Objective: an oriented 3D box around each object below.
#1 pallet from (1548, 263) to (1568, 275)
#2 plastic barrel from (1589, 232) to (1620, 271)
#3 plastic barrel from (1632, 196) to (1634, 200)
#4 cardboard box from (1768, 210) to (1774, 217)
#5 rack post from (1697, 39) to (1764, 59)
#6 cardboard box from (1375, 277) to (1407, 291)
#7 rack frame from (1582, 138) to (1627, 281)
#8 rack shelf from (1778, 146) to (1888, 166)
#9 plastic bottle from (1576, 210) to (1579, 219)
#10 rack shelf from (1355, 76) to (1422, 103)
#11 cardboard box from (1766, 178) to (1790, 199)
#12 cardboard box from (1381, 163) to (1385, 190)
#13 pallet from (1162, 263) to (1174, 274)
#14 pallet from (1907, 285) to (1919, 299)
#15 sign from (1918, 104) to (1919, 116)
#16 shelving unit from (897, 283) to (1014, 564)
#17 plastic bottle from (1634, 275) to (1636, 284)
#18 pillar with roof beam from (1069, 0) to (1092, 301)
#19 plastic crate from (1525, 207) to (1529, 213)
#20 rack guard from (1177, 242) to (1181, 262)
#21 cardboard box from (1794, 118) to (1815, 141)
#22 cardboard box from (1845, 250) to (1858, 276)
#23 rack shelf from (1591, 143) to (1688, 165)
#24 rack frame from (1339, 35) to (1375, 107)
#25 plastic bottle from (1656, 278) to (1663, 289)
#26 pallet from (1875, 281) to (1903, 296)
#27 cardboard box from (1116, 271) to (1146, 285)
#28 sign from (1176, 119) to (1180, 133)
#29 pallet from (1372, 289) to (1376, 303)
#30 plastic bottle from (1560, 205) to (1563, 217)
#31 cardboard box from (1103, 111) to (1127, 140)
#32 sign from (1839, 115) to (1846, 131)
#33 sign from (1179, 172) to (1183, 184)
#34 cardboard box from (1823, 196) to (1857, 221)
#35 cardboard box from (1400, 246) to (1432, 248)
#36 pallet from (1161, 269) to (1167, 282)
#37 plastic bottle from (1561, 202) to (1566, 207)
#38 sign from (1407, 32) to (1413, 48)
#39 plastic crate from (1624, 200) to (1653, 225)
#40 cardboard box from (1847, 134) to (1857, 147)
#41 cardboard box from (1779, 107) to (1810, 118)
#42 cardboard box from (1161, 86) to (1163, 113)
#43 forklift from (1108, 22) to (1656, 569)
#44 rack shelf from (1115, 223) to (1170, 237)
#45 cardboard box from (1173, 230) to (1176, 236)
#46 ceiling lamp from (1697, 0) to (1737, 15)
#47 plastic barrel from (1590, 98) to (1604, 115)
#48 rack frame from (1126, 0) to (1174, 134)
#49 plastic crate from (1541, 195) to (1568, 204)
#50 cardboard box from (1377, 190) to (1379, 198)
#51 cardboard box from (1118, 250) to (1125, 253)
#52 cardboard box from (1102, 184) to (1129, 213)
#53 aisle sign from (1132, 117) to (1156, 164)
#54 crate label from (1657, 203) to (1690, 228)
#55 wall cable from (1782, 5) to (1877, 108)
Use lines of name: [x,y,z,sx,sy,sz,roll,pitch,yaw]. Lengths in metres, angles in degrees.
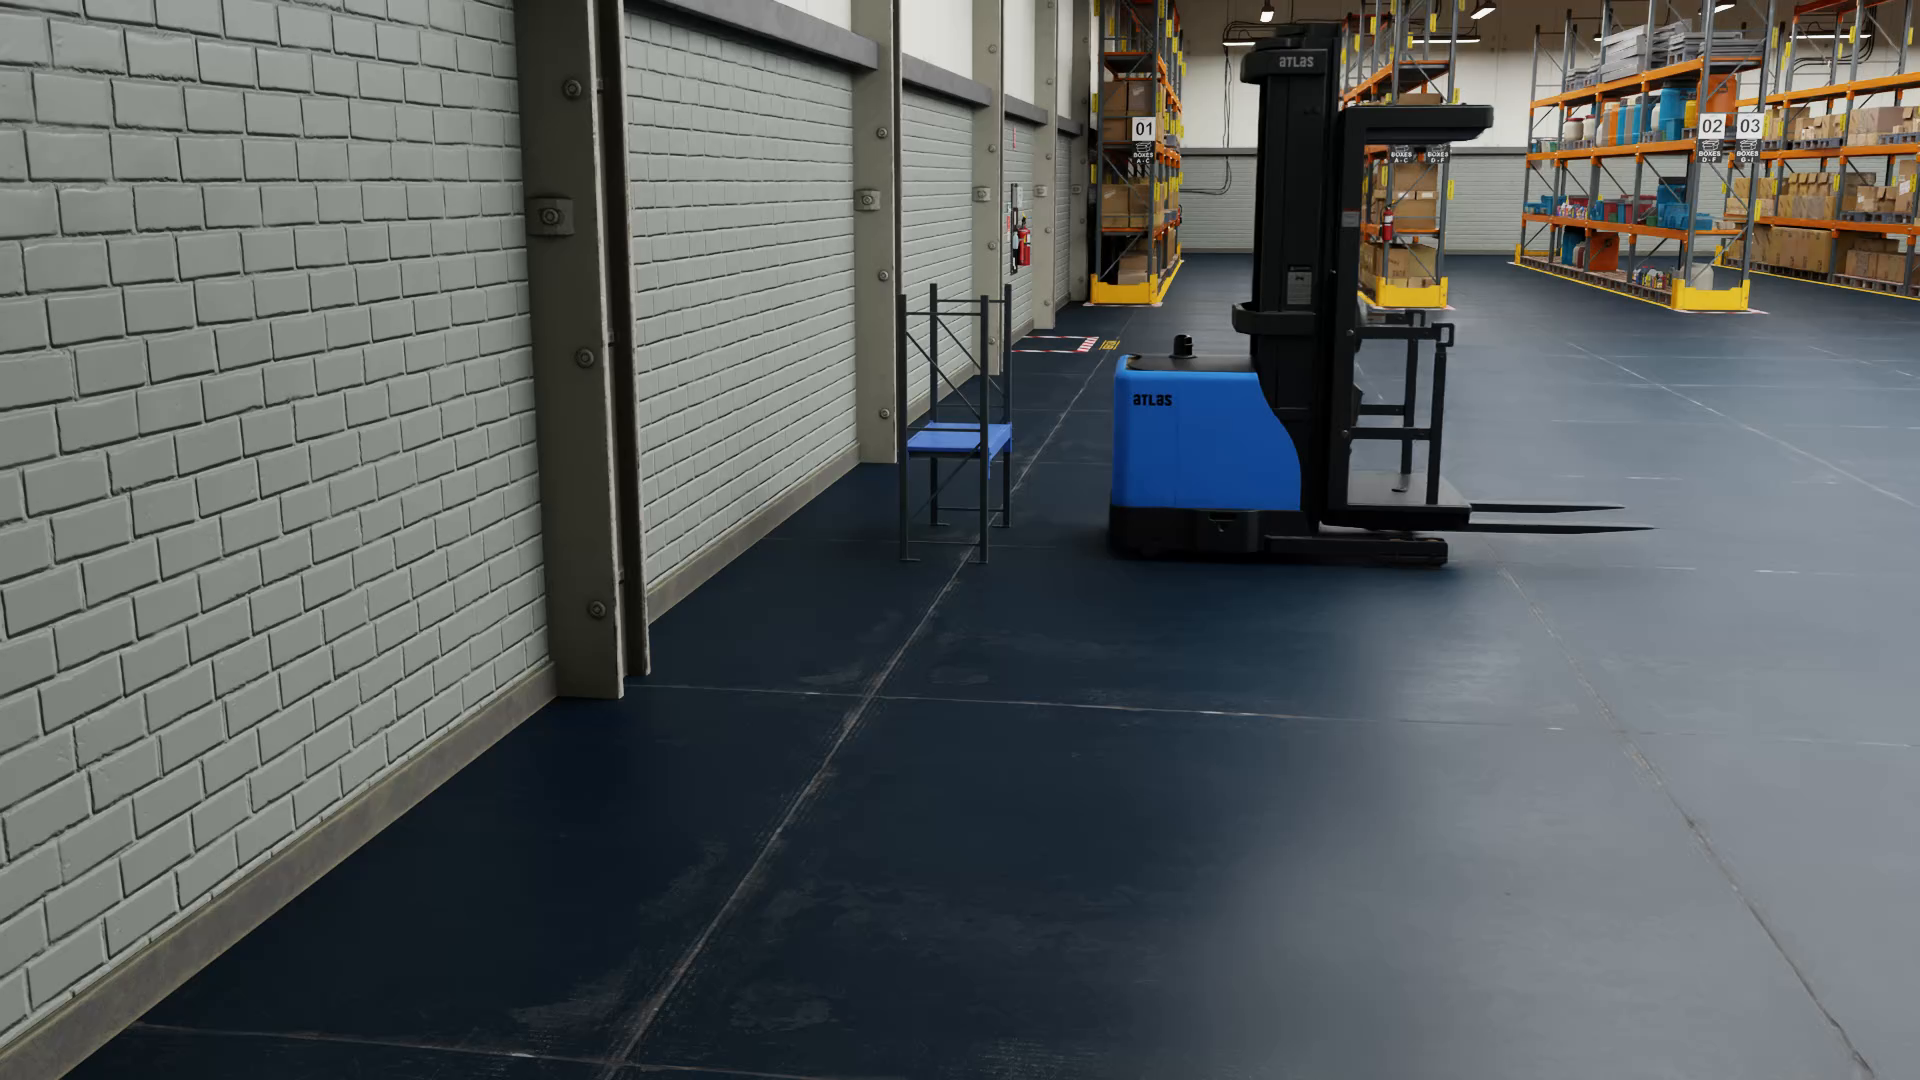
pallet: [14.372,-6.328,38.855,1.003,0.211,1.213,2,12,9]
plastic barrel: [13.975,-6.265,36.096,0.600,0.830,0.708,2,12,9]
plastic barrel: [13.905,-6.764,33.992,0.421,0.512,0.421,0,12,0]
cardboard box: [19.149,-7.641,38.926,0.380,0.149,0.250,2,12,9]
rack post: [12.929,-8.194,27.841,0.937,0.300,0.954,3,13,15]
cardboard box: [7.583,-4.496,29.266,0.500,0.250,0.500,2,12,9]
rack frame: [13.917,-7.018,35.437,1.000,3.000,0.127,2,12,9]
rack shelf: [19.119,-8.388,36.384,1.077,0.370,4.000,2,12,9]
plastic bottle: [13.734,-7.232,36.903,0.097,0.201,0.097,0,12,0]
rack shelf: [8.715,-9.148,33.739,1.077,0.370,4.000,2,12,9]
cardboard box: [19.233,-8.233,38.946,0.500,0.500,0.500,2,12,10]
cardboard box: [8.192,-6.727,30.773,0.700,0.500,0.500,2,12,9]
pallet: [4.513,-6.391,39.145,1.003,0.211,1.213,2,12,9]
pallet: [18.127,-4.521,30.468,1.003,0.211,1.213,2,12,9]
sign: [17.647,-7.953,30.497,0.100,0.325,0.005,2,12,9]
shelving unit: [-0.013,-0.715,9.753,0.538,1.500,1.048,2,12,9]
plastic bottle: [12.788,-4.938,31.383,0.097,0.201,0.097,0,12,0]
pillar with roof beam: [6.404,-8.640,28.726,9.100,9.000,0.400,2,12,9]
plastic crate: [14.653,-8.479,42.699,0.250,0.136,0.298,2,12,9]
rack guard: [5.362,-7.787,44.940,1.175,0.500,0.348,2,12,9]
cardboard box: [19.347,-9.289,37.623,0.700,0.500,0.500,2,12,10]
cardboard box: [18.728,-5.710,34.259,0.700,0.500,0.500,1,12,6]
rack shelf: [13.609,-7.716,33.265,1.077,0.370,4.000,2,12,9]
rack frame: [10.253,-11.777,43.281,1.000,3.000,0.127,2,12,9]
plastic bottle: [12.536,-4.596,29.798,0.097,0.201,0.097,0,12,0]
pallet: [18.314,-4.824,31.875,1.003,0.211,1.213,2,12,9]
cardboard box: [3.093,-4.715,30.091,0.500,0.311,0.500,0,12,2]
sign: [5.281,-10.029,40.314,0.100,0.325,0.005,2,12,9]
pallet: [7.869,-4.311,29.497,1.003,0.211,1.213,2,12,9]
plastic bottle: [14.019,-7.652,38.687,0.097,0.271,0.097,0,12,0]
cardboard box: [2.711,-7.293,29.311,0.500,0.500,0.500,3,12,13]
sign: [18.264,-8.635,34.405,0.100,0.325,0.005,2,12,9]
sign: [5.892,-9.665,44.412,0.100,0.325,0.005,2,12,9]
cardboard box: [18.642,-7.017,35.196,0.500,0.500,0.500,2,12,10]
cardboard box: [8.234,-5.055,30.077,0.500,0.500,0.500,2,12,9]
pallet: [4.006,-5.813,36.466,1.003,0.211,1.213,2,12,9]
plastic bottle: [14.151,-7.755,38.976,0.144,0.351,0.185,2,12,9]
sign: [9.572,-10.629,35.358,0.100,0.325,0.005,2,12,9]
plastic crate: [13.074,-6.327,32.080,0.402,0.464,0.583,2,12,9]
cardboard box: [18.487,-8.161,33.976,0.500,0.250,0.500,2,12,10]
cardboard box: [19.577,-10.021,39.003,0.500,0.250,0.500,1,12,5]
cardboard box: [3.391,-7.969,30.074,0.500,0.500,0.500,2,12,10]
forklift: [2.405,-1.389,9.481,3.031,2.935,1.130,1,12,6]
rack shelf: [3.820,-6.571,35.070,1.077,0.370,4.000,2,12,9]
cardboard box: [5.471,-8.070,43.715,0.380,0.149,0.250,2,12,10]
ceiling lamp: [17.169,-13.372,36.827,0.800,3.185,2.000,2,12,9]
plastic barrel: [14.421,-9.407,37.216,0.600,0.901,0.708,2,12,9]
rack frame: [4.128,-10.271,36.294,1.000,3.000,0.127,2,12,9]
plastic crate: [15.280,-8.654,42.803,0.616,0.435,0.499,2,12,9]
cardboard box: [8.060,-6.502,31.267,0.380,0.149,0.250,2,12,8]
cardboard box: [3.639,-5.762,34.500,0.700,0.500,0.500,2,12,8]
cardboard box: [2.760,-6.081,29.621,0.500,0.500,0.500,2,12,8]
aisle sign: [3.183,-6.920,28.811,0.394,0.787,0.004,2,12,9]
crate label: [12.702,-5.762,29.524,0.502,0.435,0.616,2,12,9]
wall cable: [24.317,-14.093,46.392,2.277,5.999,0.120,2,12,9]
